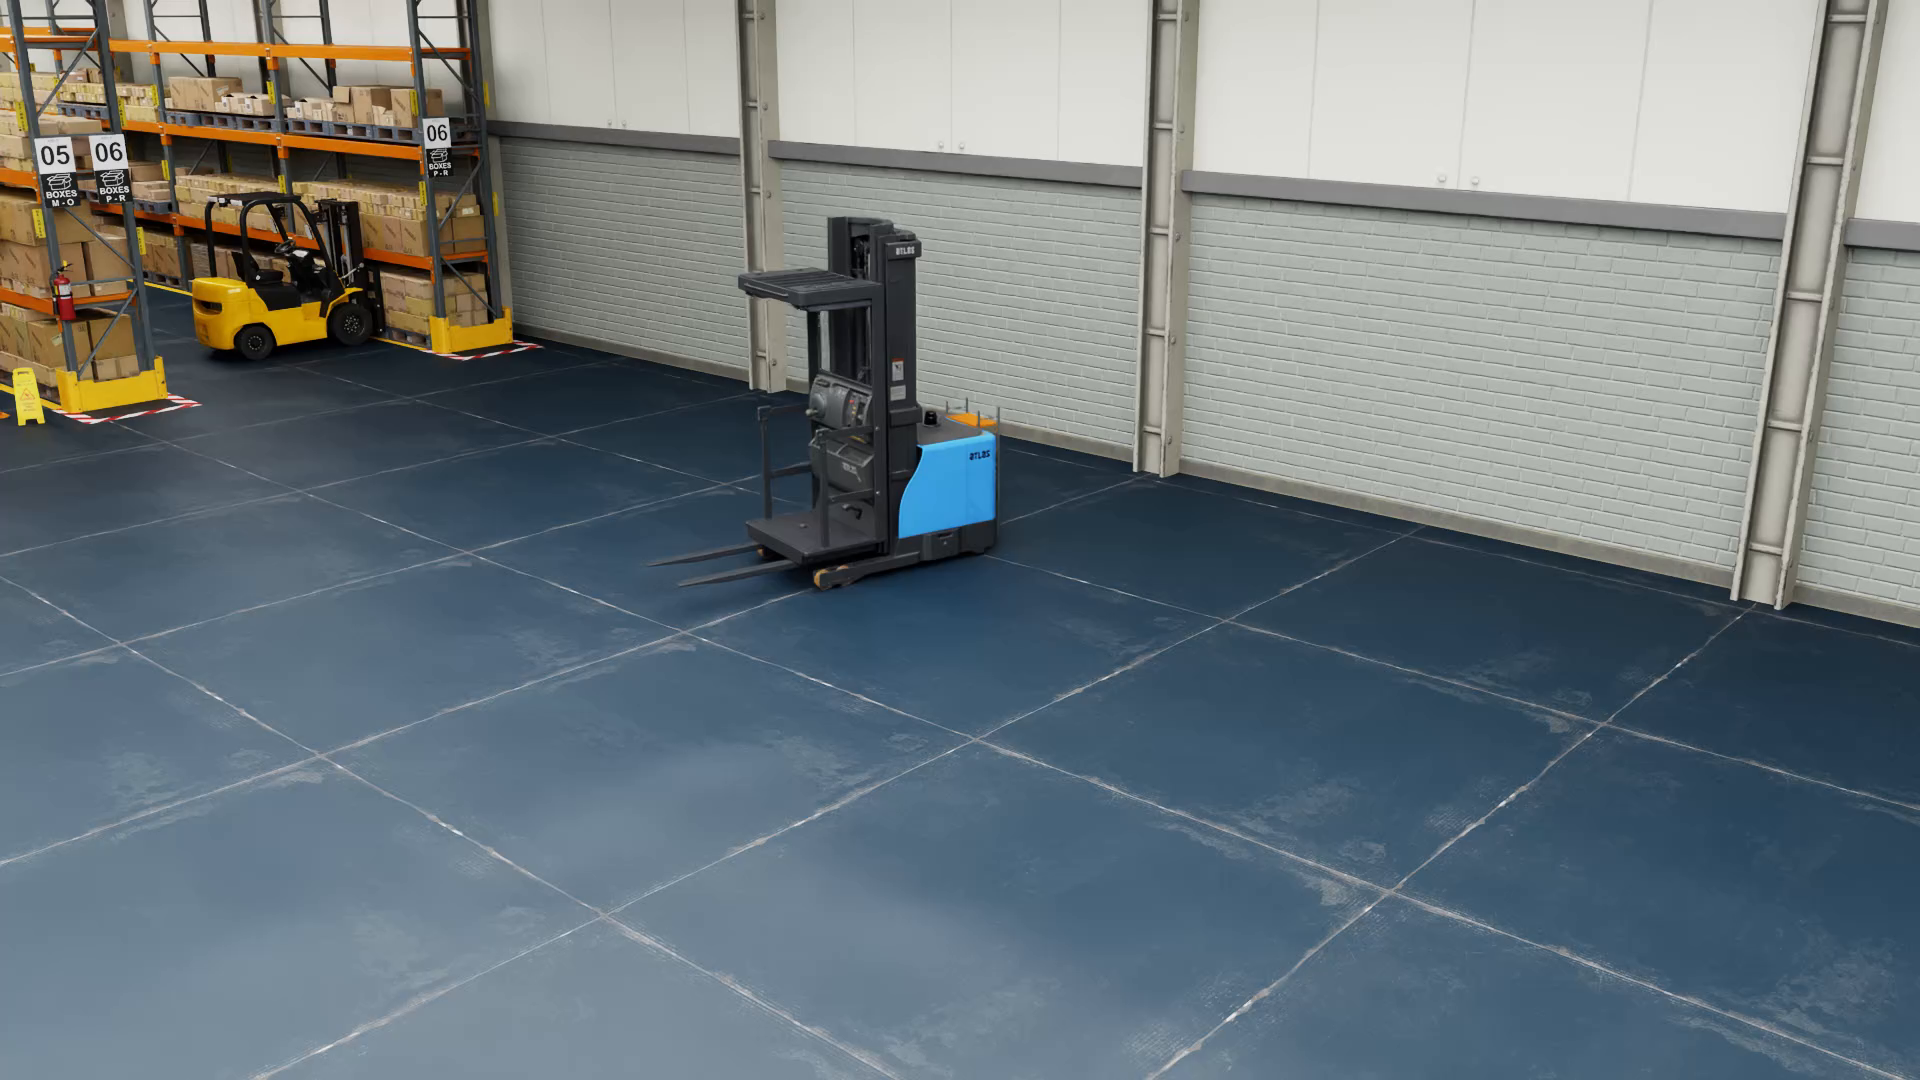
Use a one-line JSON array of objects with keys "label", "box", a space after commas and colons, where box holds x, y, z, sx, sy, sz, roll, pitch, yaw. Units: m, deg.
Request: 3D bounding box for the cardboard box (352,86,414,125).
[{"label": "cardboard box", "box": [-8.193, -6.199, 23.703, 0.500, 0.500, 0.700, 15, 23, 40]}]

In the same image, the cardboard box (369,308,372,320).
[{"label": "cardboard box", "box": [-8.699, -3.428, 24.806, 0.500, 0.250, 0.500, 16, 24, 41]}]

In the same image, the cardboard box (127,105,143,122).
[{"label": "cardboard box", "box": [-13.905, -7.325, 28.524, 0.500, 0.250, 0.500, 15, 23, 39]}]

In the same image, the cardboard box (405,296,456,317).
[{"label": "cardboard box", "box": [-7.572, -3.367, 23.786, 0.500, 0.250, 0.500, 15, 23, 39]}]

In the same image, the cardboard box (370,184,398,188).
[{"label": "cardboard box", "box": [-8.616, -5.254, 24.977, 0.250, 0.149, 0.380, 15, 23, 39]}]

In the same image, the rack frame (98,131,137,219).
[{"label": "rack frame", "box": [-15.976, -6.621, 31.017, 0.127, 3.000, 1.000, 15, 23, 39]}]

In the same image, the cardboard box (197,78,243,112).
[{"label": "cardboard box", "box": [-11.843, -7.138, 26.662, 0.500, 0.500, 0.500, 16, 23, 41]}]

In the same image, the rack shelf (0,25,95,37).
[{"label": "rack shelf", "box": [-17.472, -9.538, 31.484, 4.000, 0.370, 1.077, 15, 23, 39]}]

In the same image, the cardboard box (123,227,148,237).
[{"label": "cardboard box", "box": [-14.866, -5.559, 30.035, 0.250, 0.149, 0.380, 16, 24, 41]}]

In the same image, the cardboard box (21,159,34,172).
[{"label": "cardboard box", "box": [-10.745, -4.407, 19.494, 0.250, 0.149, 0.380, 15, 23, 39]}]

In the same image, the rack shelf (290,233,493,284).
[{"label": "rack shelf", "box": [-8.496, -4.271, 24.799, 4.000, 0.370, 1.077, 15, 23, 39]}]

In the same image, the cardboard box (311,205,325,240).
[{"label": "cardboard box", "box": [-9.433, -4.814, 25.156, 0.500, 0.500, 0.500, 16, 23, 40]}]

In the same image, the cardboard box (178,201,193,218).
[{"label": "cardboard box", "box": [-12.814, -5.602, 28.054, 0.500, 0.250, 0.500, 15, 23, 39]}]

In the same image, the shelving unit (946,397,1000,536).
[{"label": "shelving unit", "box": [0.114, -0.657, 15.199, 0.258, 1.200, 0.503, -12, 21, -33]}]

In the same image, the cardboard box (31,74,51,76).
[{"label": "cardboard box", "box": [-17.272, -8.610, 31.254, 0.500, 0.250, 0.500, 16, 23, 40]}]

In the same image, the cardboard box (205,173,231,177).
[{"label": "cardboard box", "box": [-12.606, -6.156, 28.311, 0.250, 0.149, 0.380, 16, 24, 41]}]

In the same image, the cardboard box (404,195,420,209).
[{"label": "cardboard box", "box": [-7.613, -4.777, 23.477, 0.250, 0.149, 0.380, 15, 23, 39]}]

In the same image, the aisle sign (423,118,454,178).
[{"label": "aisle sign", "box": [-7.146, -5.371, 22.780, 0.004, 0.787, 0.394, 15, 23, 39]}]

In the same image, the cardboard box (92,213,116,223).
[{"label": "cardboard box", "box": [-15.844, -5.963, 30.815, 0.250, 0.149, 0.380, 15, 23, 38]}]

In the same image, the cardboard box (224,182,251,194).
[{"label": "cardboard box", "box": [-11.620, -5.676, 26.800, 0.250, 0.149, 0.380, 14, 23, 38]}]

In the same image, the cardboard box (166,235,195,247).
[{"label": "cardboard box", "box": [-13.521, -5.178, 28.834, 0.250, 0.149, 0.380, 14, 22, 37]}]

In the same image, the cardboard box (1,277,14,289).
[{"label": "cardboard box", "box": [-11.717, -3.236, 20.765, 0.250, 0.149, 0.380, 15, 23, 39]}]

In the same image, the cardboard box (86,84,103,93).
[{"label": "cardboard box", "box": [-15.195, -7.980, 29.403, 0.250, 0.149, 0.380, 15, 23, 40]}]

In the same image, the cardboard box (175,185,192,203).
[{"label": "cardboard box", "box": [-12.831, -5.835, 27.960, 0.500, 0.250, 0.500, 15, 23, 39]}]

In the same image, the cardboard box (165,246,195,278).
[{"label": "cardboard box", "box": [-13.443, -4.863, 28.915, 0.500, 0.500, 0.500, 16, 24, 41]}]

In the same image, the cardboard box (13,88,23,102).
[{"label": "cardboard box", "box": [-17.646, -8.472, 31.645, 0.500, 0.250, 0.500, 15, 23, 38]}]

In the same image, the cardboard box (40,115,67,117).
[{"label": "cardboard box", "box": [-11.296, -5.173, 20.592, 0.250, 0.149, 0.380, 16, 24, 41]}]

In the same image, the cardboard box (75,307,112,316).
[{"label": "cardboard box", "box": [-11.124, -2.668, 21.172, 0.500, 0.500, 0.500, 14, 22, 37]}]

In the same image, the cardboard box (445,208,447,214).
[{"label": "cardboard box", "box": [-7.309, -4.731, 23.822, 0.250, 0.149, 0.380, 15, 23, 39]}]

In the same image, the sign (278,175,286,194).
[{"label": "sign", "box": [-10.345, -5.404, 25.399, 0.005, 0.325, 0.100, 15, 23, 39]}]

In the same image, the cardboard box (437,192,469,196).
[{"label": "cardboard box", "box": [-7.267, -4.894, 23.844, 0.250, 0.149, 0.380, 16, 24, 41]}]

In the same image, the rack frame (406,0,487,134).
[{"label": "rack frame", "box": [-7.000, -7.071, 22.517, 0.127, 3.000, 1.000, 15, 23, 39]}]

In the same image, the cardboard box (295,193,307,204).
[{"label": "cardboard box", "box": [-9.928, -5.248, 25.453, 0.250, 0.149, 0.380, 15, 23, 38]}]

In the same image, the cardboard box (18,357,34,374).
[{"label": "cardboard box", "box": [-11.458, -2.185, 20.889, 0.500, 0.250, 0.500, 15, 23, 39]}]

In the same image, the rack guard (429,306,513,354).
[{"label": "rack guard", "box": [-6.982, -3.016, 23.788, 0.348, 0.500, 1.175, 15, 23, 39]}]

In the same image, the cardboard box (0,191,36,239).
[{"label": "cardboard box", "box": [-11.643, -3.990, 20.415, 0.500, 0.500, 0.700, 15, 23, 39]}]

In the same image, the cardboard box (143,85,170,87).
[{"label": "cardboard box", "box": [-14.063, -7.885, 29.138, 0.250, 0.149, 0.380, 15, 23, 39]}]

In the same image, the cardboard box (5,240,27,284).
[{"label": "cardboard box", "box": [-11.253, -3.426, 20.291, 0.500, 0.500, 0.500, 15, 23, 39]}]

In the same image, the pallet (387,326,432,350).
[{"label": "pallet", "box": [-7.600, -3.027, 24.300, 1.213, 0.211, 1.003, 15, 23, 39]}]

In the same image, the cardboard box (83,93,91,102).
[{"label": "cardboard box", "box": [-15.251, -7.825, 29.405, 0.250, 0.149, 0.380, 15, 23, 39]}]

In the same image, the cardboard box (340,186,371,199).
[{"label": "cardboard box", "box": [-8.935, -5.142, 24.625, 0.250, 0.149, 0.380, 15, 23, 39]}]

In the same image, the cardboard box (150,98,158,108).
[{"label": "cardboard box", "box": [-13.409, -7.383, 28.047, 0.250, 0.149, 0.380, 16, 23, 40]}]

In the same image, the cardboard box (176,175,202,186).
[{"label": "cardboard box", "box": [-12.941, -6.044, 27.961, 0.250, 0.149, 0.380, 16, 24, 41]}]

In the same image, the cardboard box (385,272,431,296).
[{"label": "cardboard box", "box": [-7.938, -3.701, 24.014, 0.500, 0.250, 0.500, 16, 23, 40]}]

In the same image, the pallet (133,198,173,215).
[{"label": "pallet", "box": [-13.537, -5.847, 28.894, 1.003, 0.211, 1.213, 15, 23, 39]}]

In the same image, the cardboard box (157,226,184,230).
[{"label": "cardboard box", "box": [-14.344, -5.623, 30.236, 0.250, 0.149, 0.380, 14, 22, 37]}]

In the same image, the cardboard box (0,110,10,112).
[{"label": "cardboard box", "box": [-12.657, -5.532, 21.723, 0.250, 0.149, 0.380, 14, 23, 38]}]

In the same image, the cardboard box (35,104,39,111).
[{"label": "cardboard box", "box": [-17.178, -8.153, 31.300, 0.250, 0.149, 0.380, 16, 24, 41]}]

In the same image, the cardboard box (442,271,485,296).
[{"label": "cardboard box", "box": [-7.234, -3.717, 24.065, 0.500, 0.250, 0.500, 15, 23, 38]}]

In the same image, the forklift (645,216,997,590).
[{"label": "forklift", "box": [-1.177, -1.164, 13.935, 3.031, 2.935, 1.130, -12, 21, -33]}]

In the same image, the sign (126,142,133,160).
[{"label": "sign", "box": [-15.610, -7.300, 31.239, 0.005, 0.325, 0.100, 15, 23, 39]}]

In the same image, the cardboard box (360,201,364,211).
[{"label": "cardboard box", "box": [-8.548, -4.898, 24.347, 0.250, 0.149, 0.380, 15, 23, 39]}]

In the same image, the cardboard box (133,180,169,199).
[{"label": "cardboard box", "box": [-13.988, -6.085, 28.882, 0.500, 0.250, 0.500, 14, 22, 37]}]

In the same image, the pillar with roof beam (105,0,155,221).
[{"label": "pillar with roof beam", "box": [-18.756, -8.851, 28.123, 0.400, 9.000, 9.100, 15, 23, 39]}]

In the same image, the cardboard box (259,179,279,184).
[{"label": "cardboard box", "box": [-11.222, -5.808, 27.215, 0.250, 0.149, 0.380, 15, 23, 40]}]
